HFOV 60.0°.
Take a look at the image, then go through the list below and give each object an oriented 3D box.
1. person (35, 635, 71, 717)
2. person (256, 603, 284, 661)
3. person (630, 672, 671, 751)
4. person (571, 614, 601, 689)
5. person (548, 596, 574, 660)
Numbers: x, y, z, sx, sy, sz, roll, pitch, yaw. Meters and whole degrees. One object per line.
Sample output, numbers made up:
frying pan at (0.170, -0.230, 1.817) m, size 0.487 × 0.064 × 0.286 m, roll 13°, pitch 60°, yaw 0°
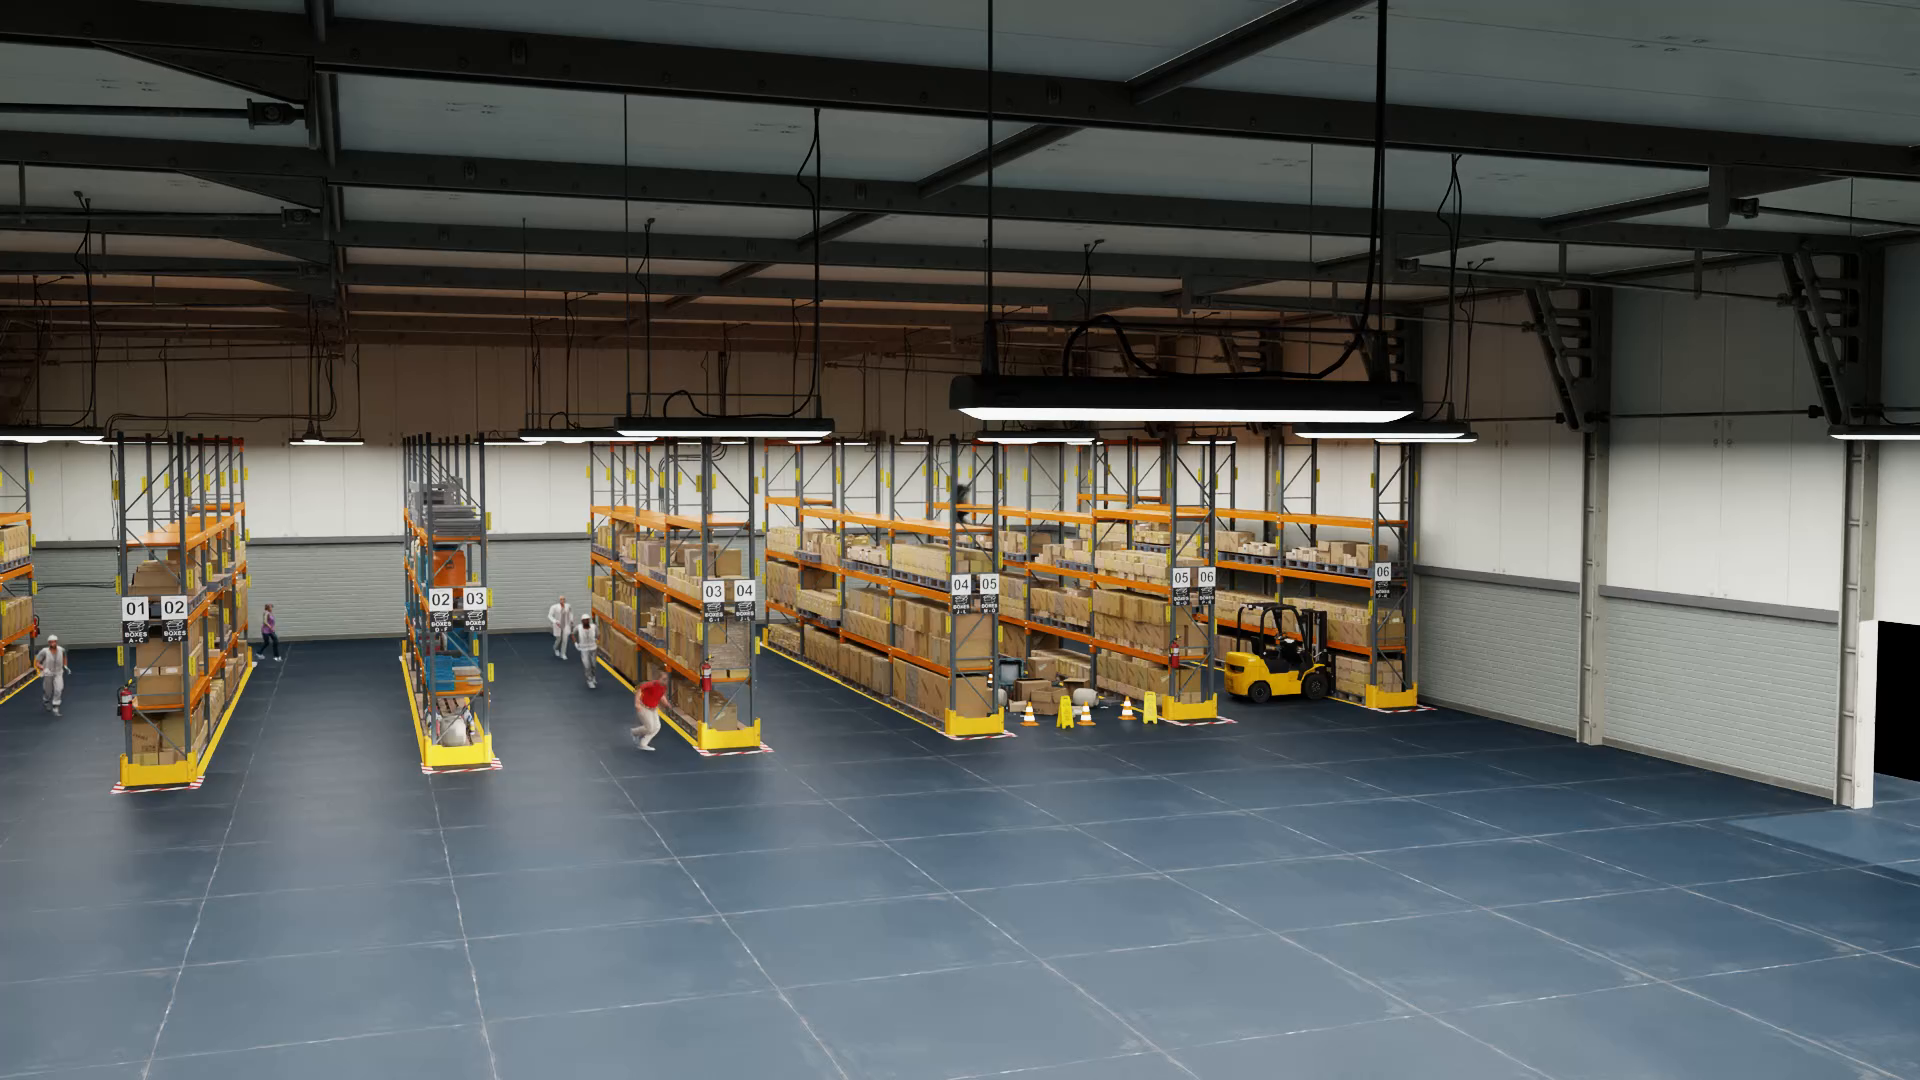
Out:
person at (-19.422, 2.887, 35.546) m, size 0.663 × 1.743 × 0.855 m, roll -3°, pitch 4°, yaw -41°
person at (-18.605, 2.490, 44.588) m, size 0.785 × 1.606 × 0.605 m, roll 1°, pitch 3°, yaw 10°
person at (-5.855, 3.228, 31.329) m, size 0.854 × 1.535 × 0.687 m, roll 2°, pitch 4°, yaw 27°
person at (-8.891, 2.626, 39.650) m, size 0.677 × 1.757 × 0.878 m, roll -2°, pitch 4°, yaw -26°
person at (-10.863, 2.360, 45.195) m, size 0.708 × 1.730 × 0.858 m, roll -2°, pitch 4°, yaw -26°
